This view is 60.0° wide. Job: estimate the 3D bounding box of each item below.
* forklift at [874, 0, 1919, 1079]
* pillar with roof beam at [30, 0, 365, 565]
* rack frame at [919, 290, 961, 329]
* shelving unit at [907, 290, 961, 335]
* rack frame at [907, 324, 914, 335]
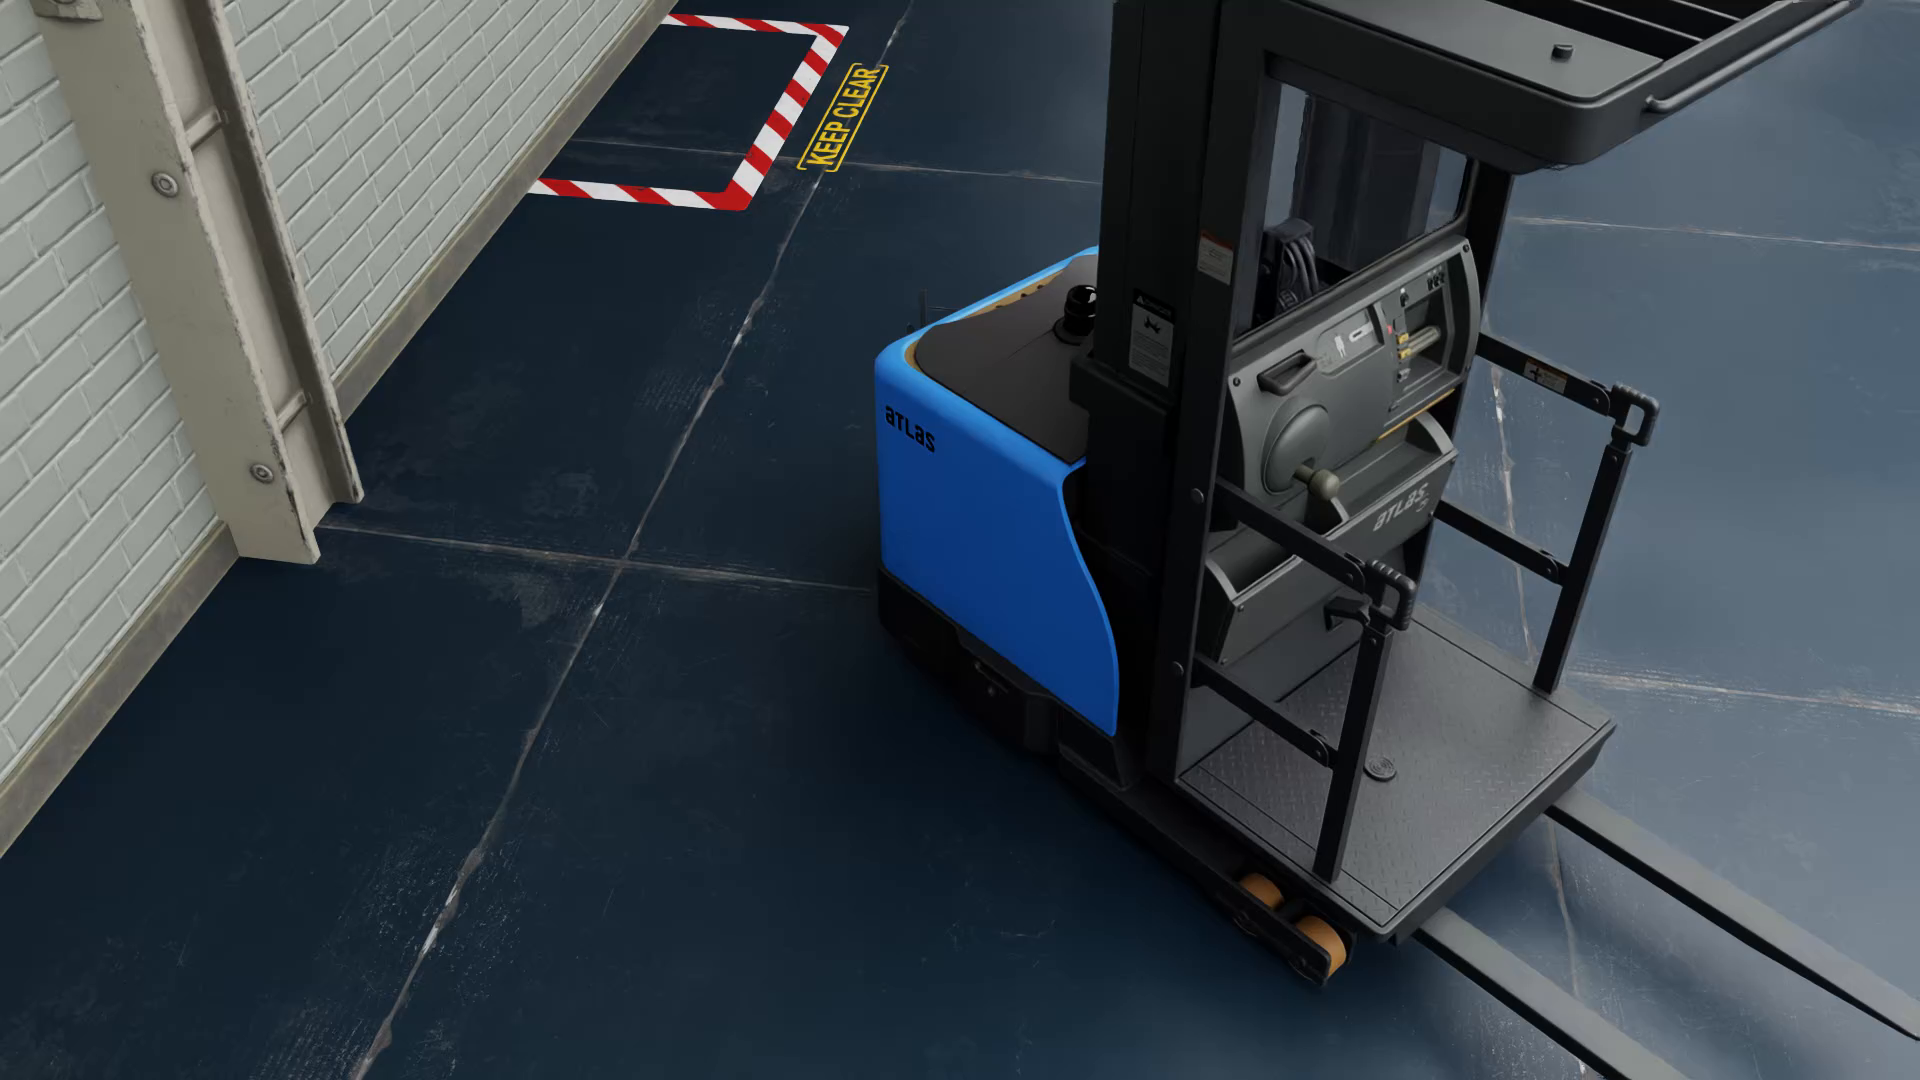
[{"bbox_3d":[1.103,-0.350,3.873,1.130,2.935,3.031,-30,48,-31],"label":"forklift"},{"bbox_3d":[1.927,-3.051,2.378,9.100,9.000,0.400,6,40,8],"label":"pillar with roof beam"},{"bbox_3d":[-0.010,-0.436,5.571,0.240,0.900,0.006,6,40,8],"label":"rack frame"},{"bbox_3d":[-0.028,-0.372,5.494,0.258,0.900,0.210,6,40,8],"label":"shelving unit"},{"bbox_3d":[-0.045,-0.308,5.417,0.240,0.900,0.006,6,40,8],"label":"rack frame"}]
